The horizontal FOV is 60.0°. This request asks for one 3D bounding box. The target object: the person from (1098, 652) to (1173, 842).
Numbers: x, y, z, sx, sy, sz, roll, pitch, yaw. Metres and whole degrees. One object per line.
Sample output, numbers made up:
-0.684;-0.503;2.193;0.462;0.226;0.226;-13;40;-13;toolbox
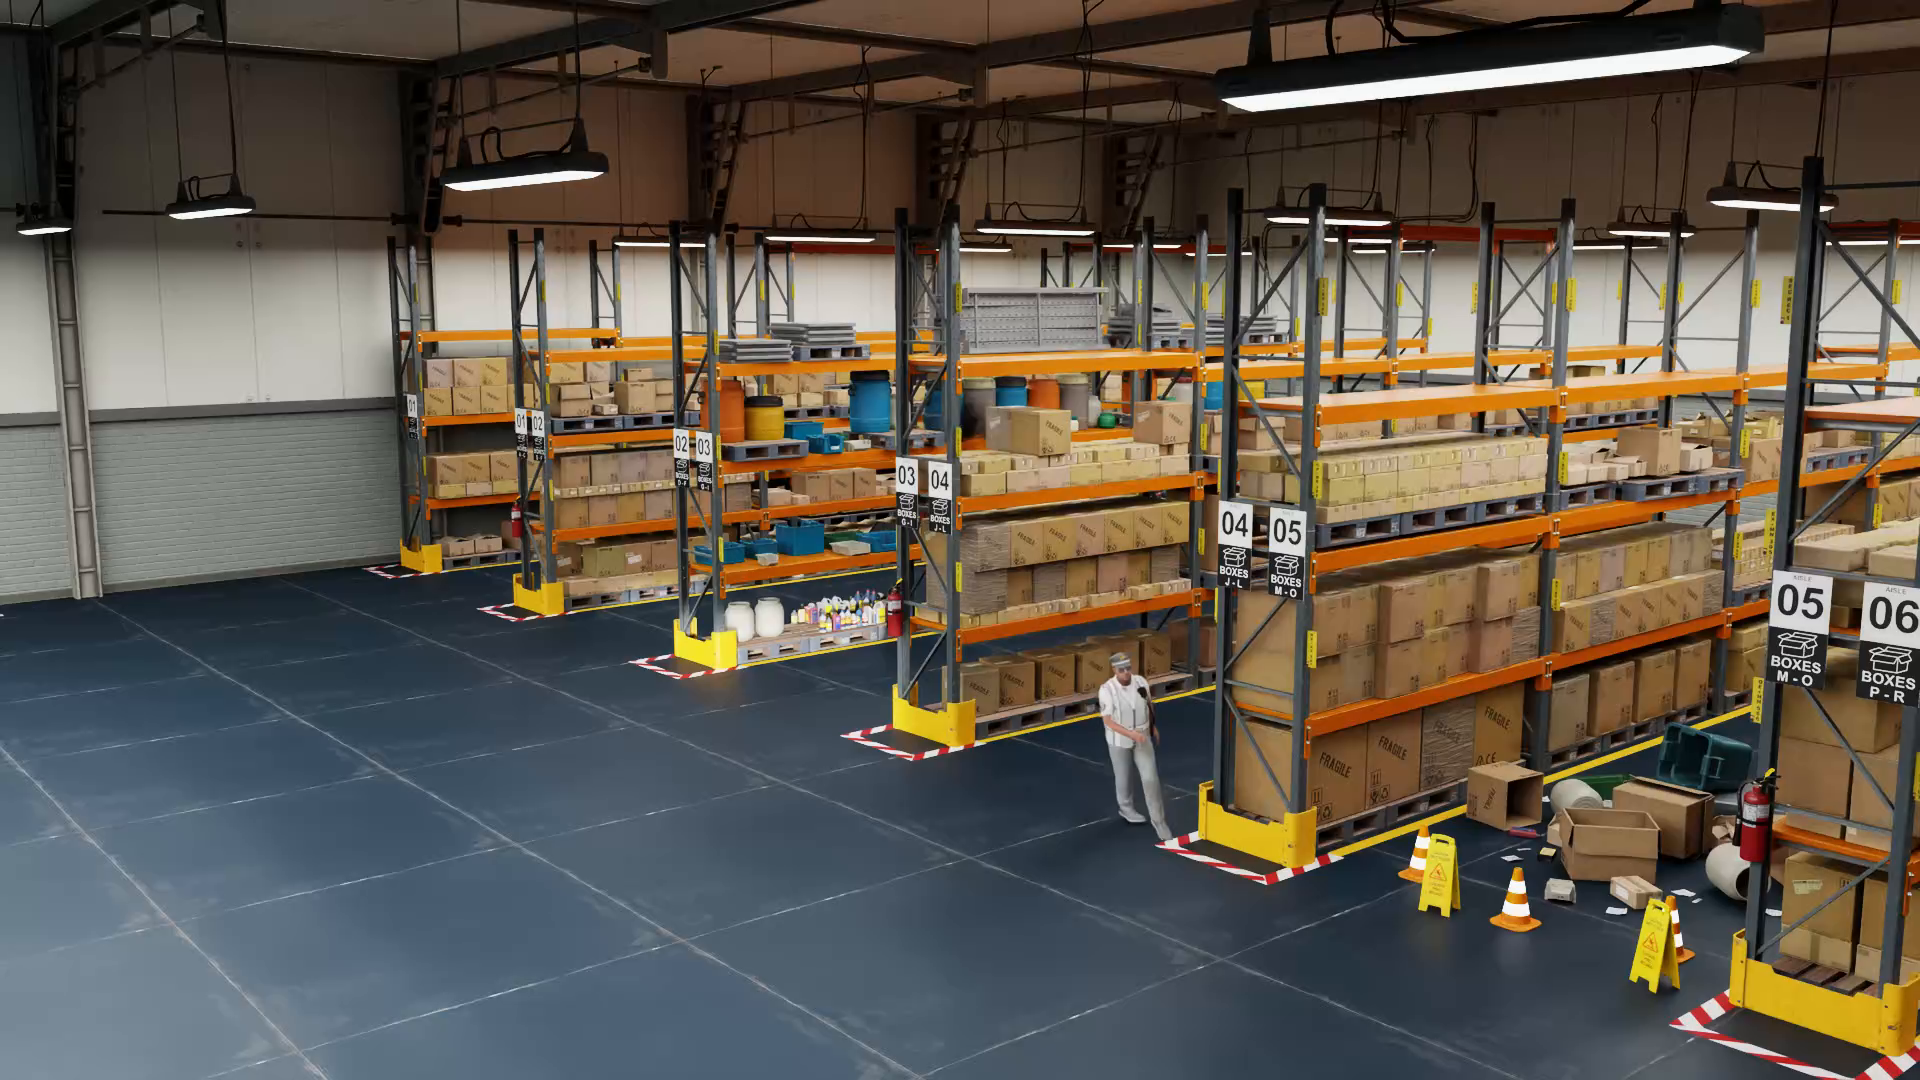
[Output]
1.624;1.911;15.697;0.674;1.790;0.743;-2;9;-10;person
